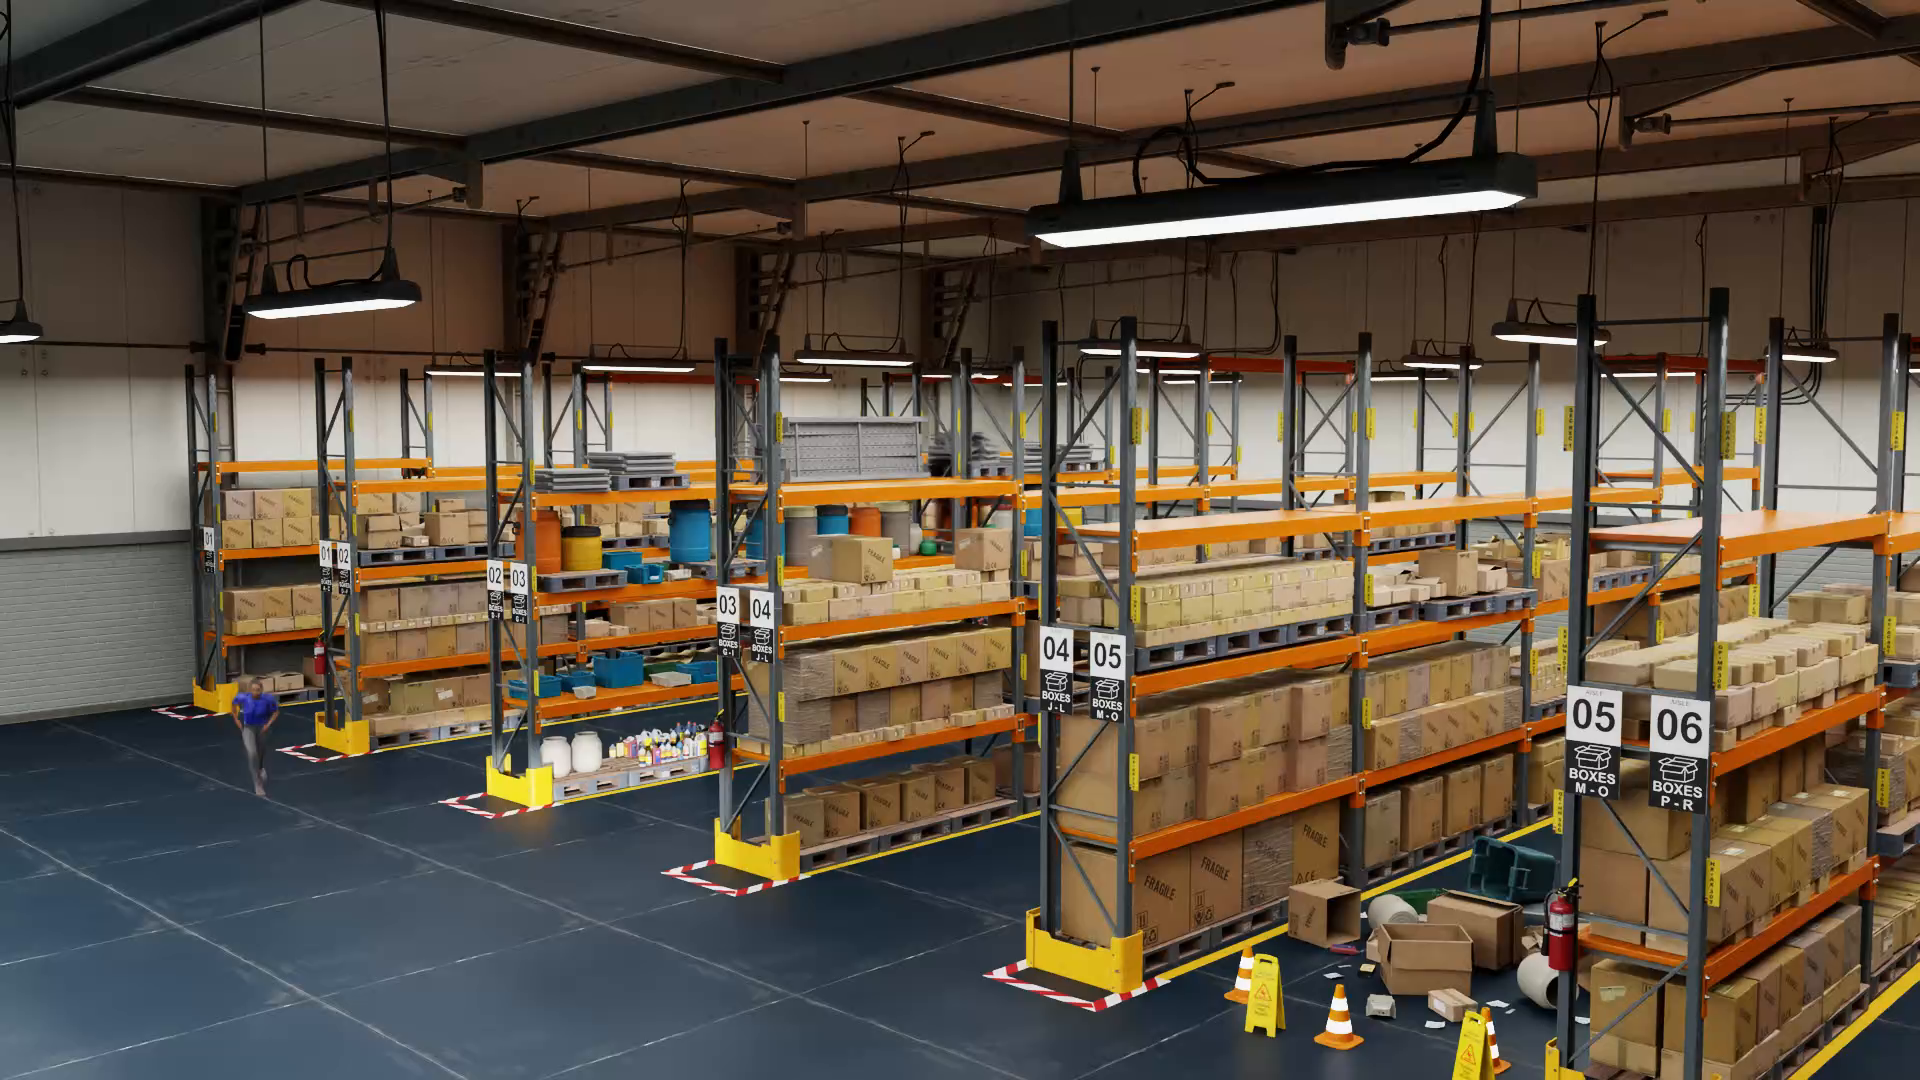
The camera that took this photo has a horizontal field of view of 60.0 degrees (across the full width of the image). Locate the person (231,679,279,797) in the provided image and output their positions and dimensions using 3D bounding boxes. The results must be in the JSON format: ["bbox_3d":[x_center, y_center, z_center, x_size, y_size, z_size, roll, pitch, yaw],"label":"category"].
[{"bbox_3d":[-9.646,2.658,22.792,0.613,1.615,0.979,-2,5,-21],"label":"person"}]
